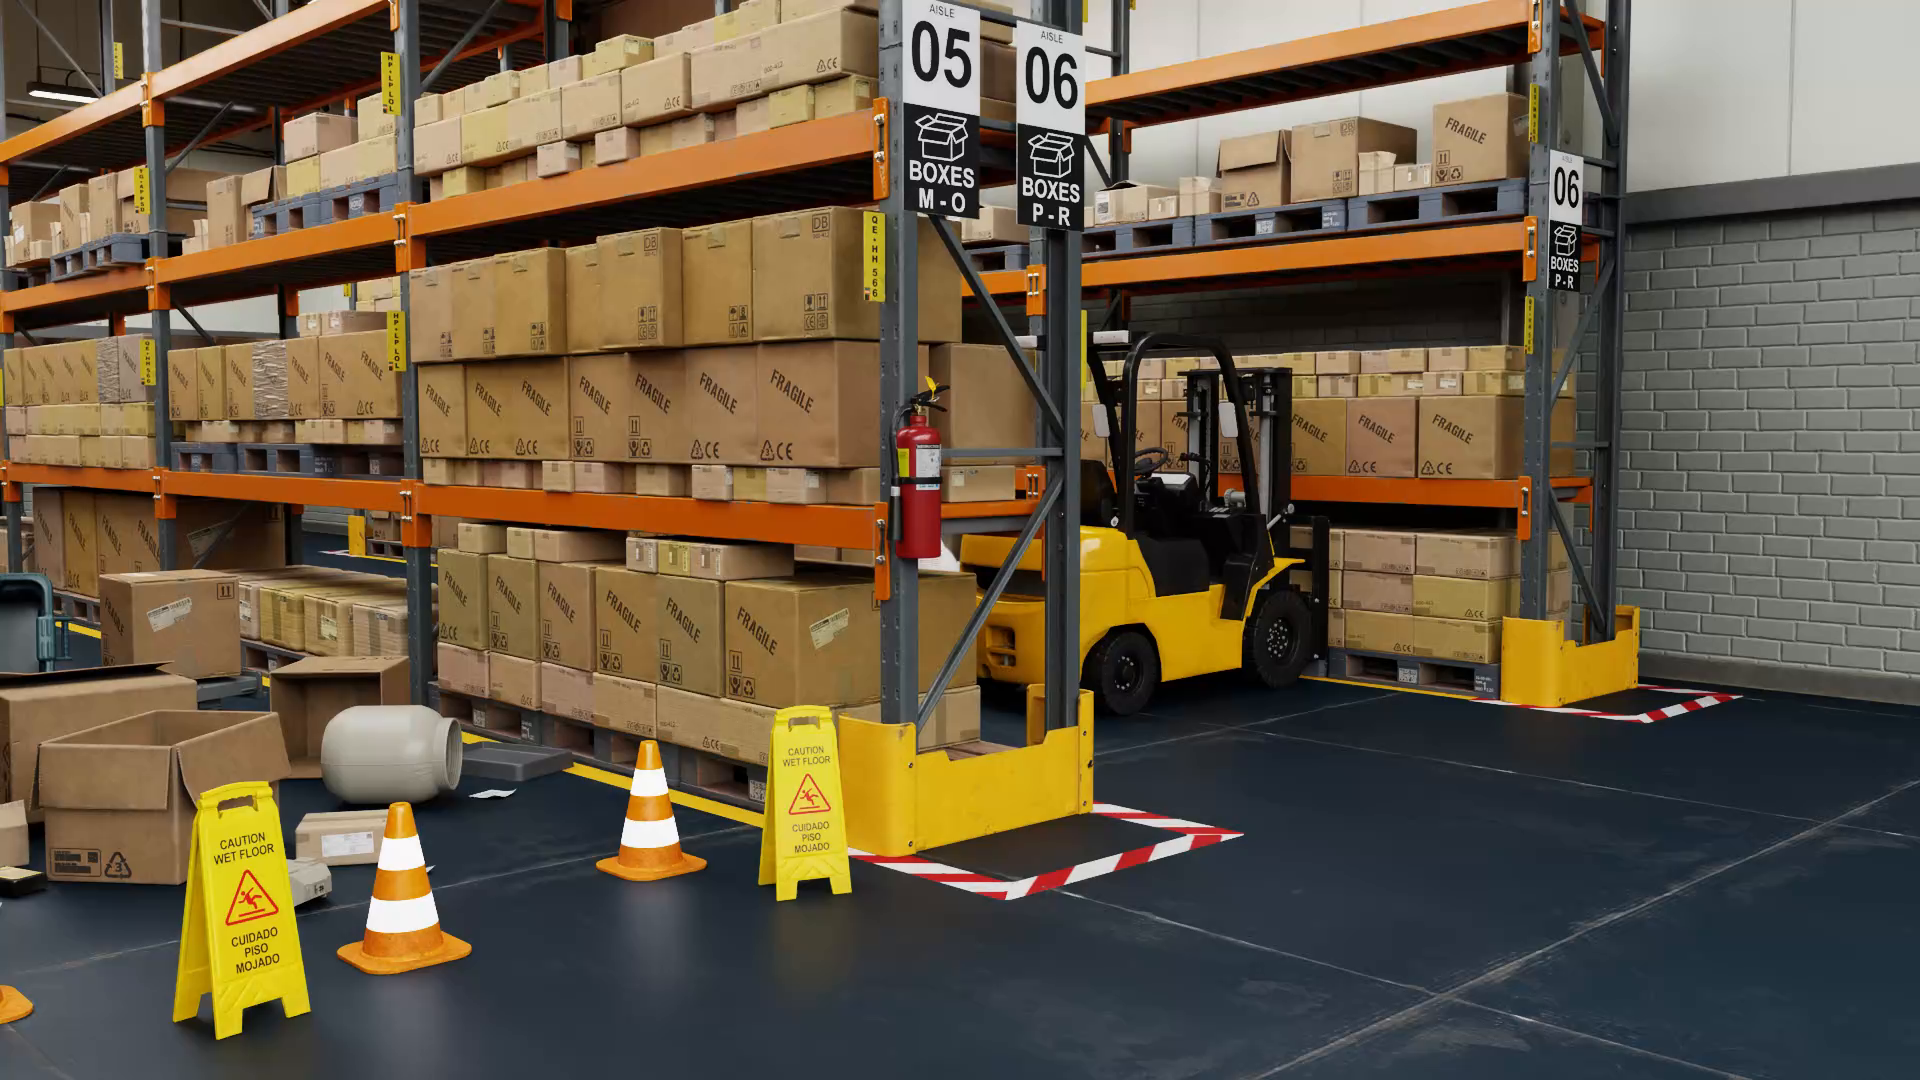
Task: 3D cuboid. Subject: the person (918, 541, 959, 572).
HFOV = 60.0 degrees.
[{"bbox_3d":[-0.320,0.314,12.054,0.606,0.981,0.919,-3,5,-34],"label":"person"}]
